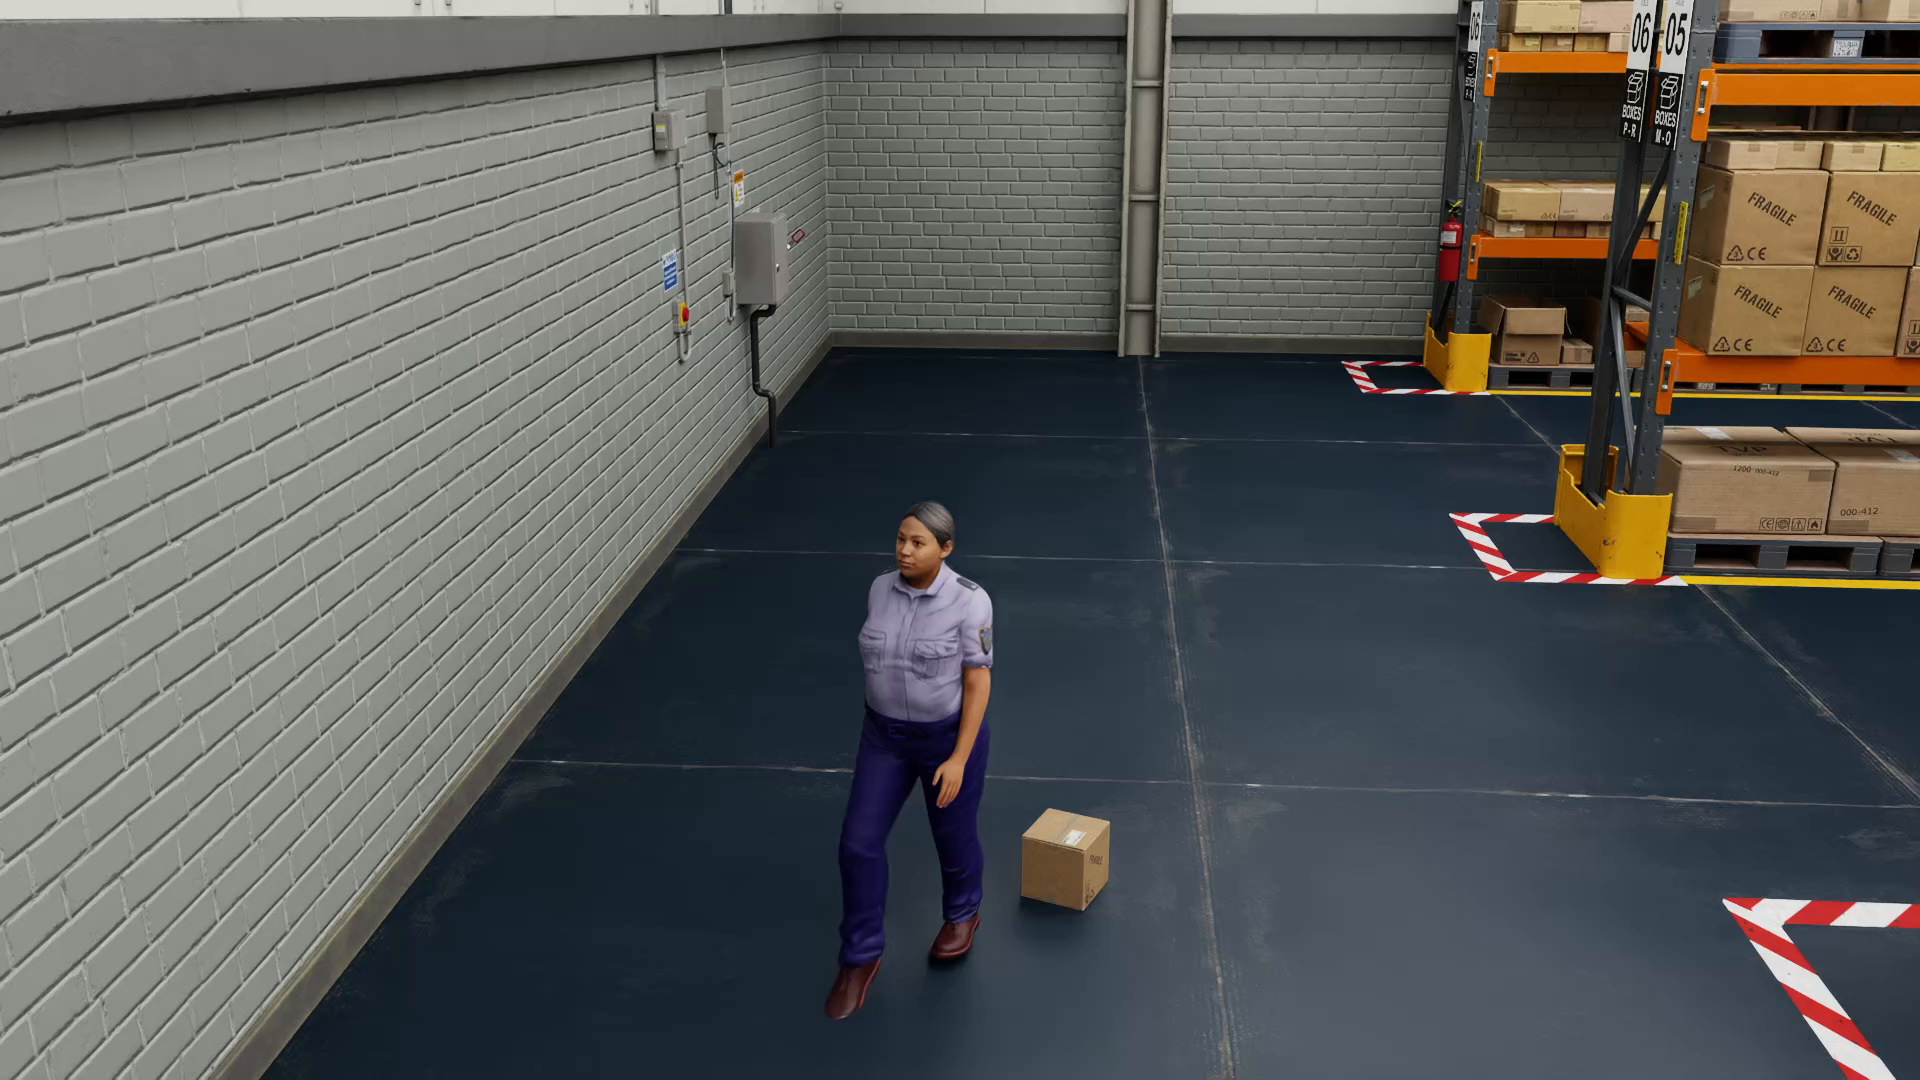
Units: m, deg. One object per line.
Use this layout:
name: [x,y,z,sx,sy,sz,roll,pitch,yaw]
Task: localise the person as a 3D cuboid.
person: [-0.136,0.706,5.399,0.484,1.691,0.705,8,19,23]
